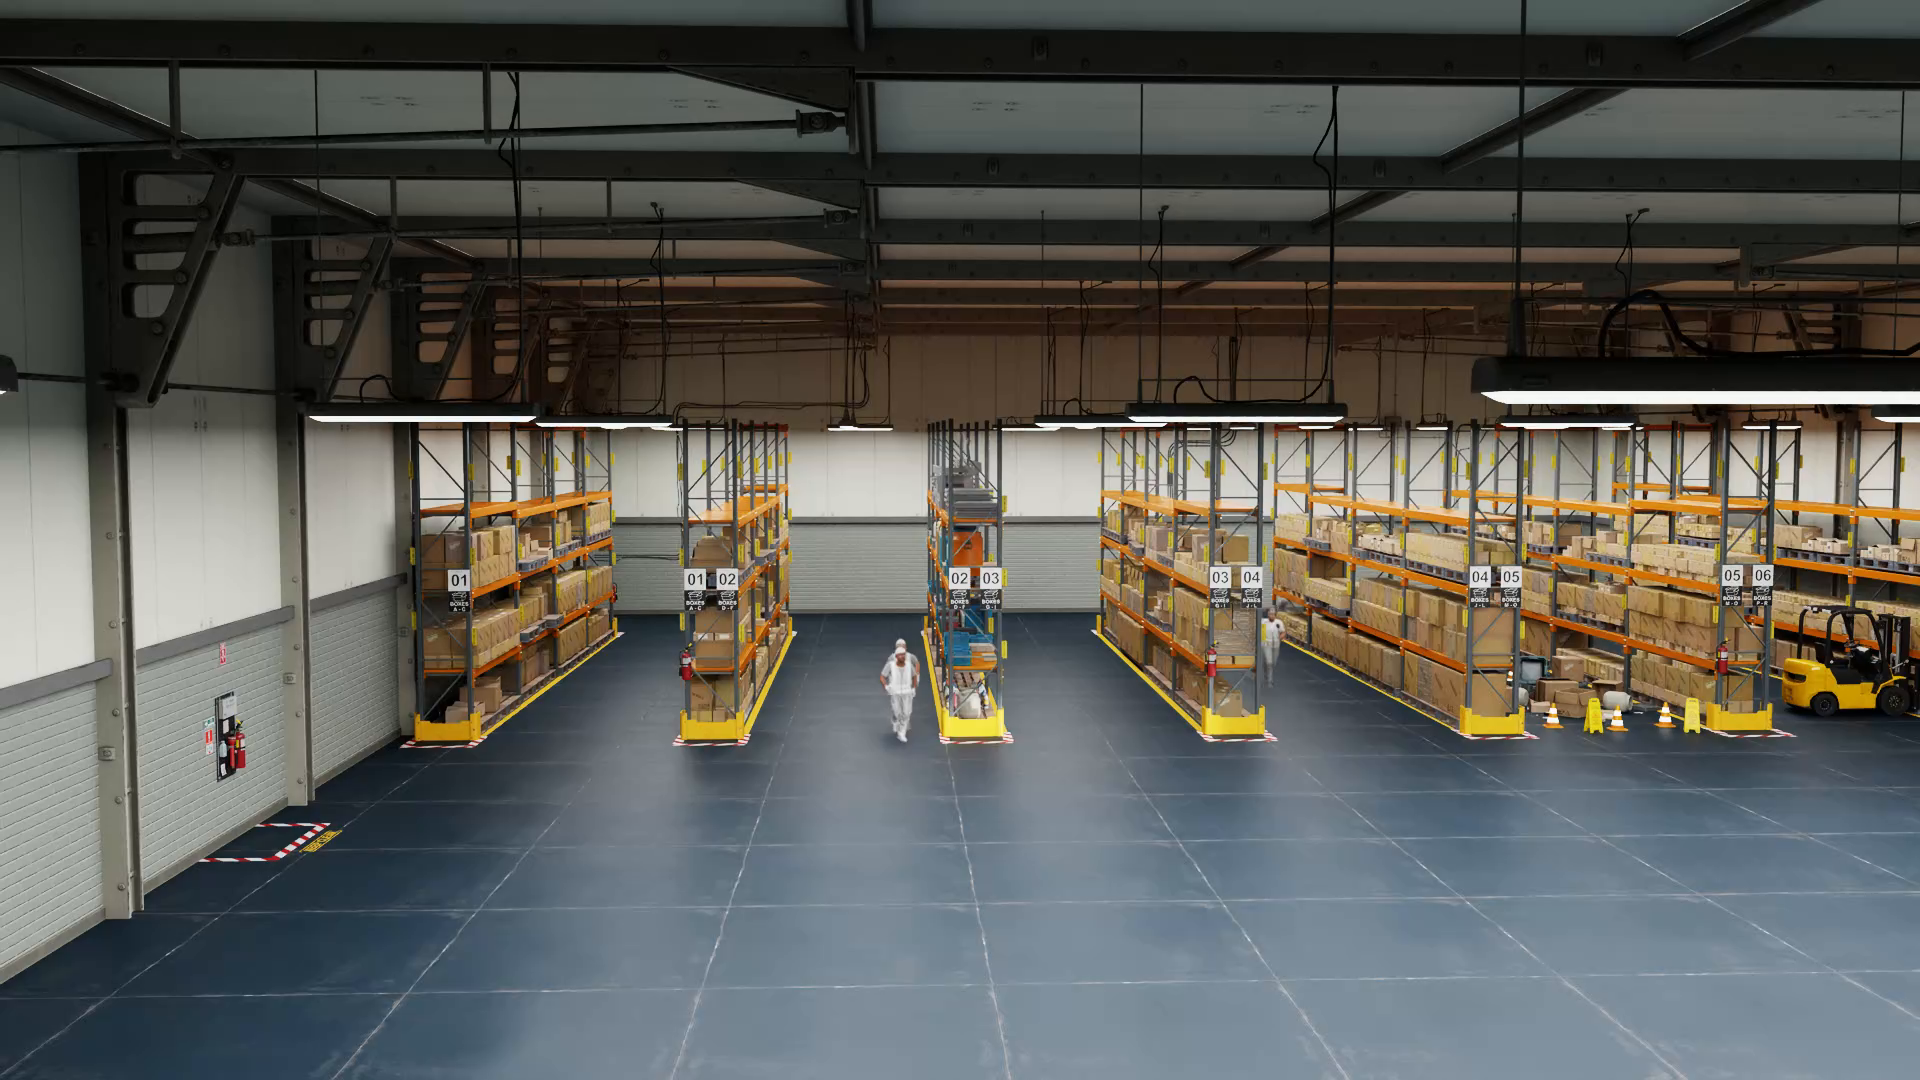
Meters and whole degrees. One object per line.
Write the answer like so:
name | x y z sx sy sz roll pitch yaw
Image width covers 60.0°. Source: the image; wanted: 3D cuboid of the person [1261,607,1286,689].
person | 7.058 2.426 37.695 0.650 1.826 0.840 0 4 -7

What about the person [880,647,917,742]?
person | -1.129 2.871 31.070 0.717 1.747 0.557 -1 4 -15

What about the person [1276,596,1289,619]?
person | 9.497 1.750 49.134 0.823 1.623 0.674 2 4 31

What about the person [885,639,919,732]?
person | -1.102 2.793 31.894 0.694 1.797 0.696 0 4 -7
